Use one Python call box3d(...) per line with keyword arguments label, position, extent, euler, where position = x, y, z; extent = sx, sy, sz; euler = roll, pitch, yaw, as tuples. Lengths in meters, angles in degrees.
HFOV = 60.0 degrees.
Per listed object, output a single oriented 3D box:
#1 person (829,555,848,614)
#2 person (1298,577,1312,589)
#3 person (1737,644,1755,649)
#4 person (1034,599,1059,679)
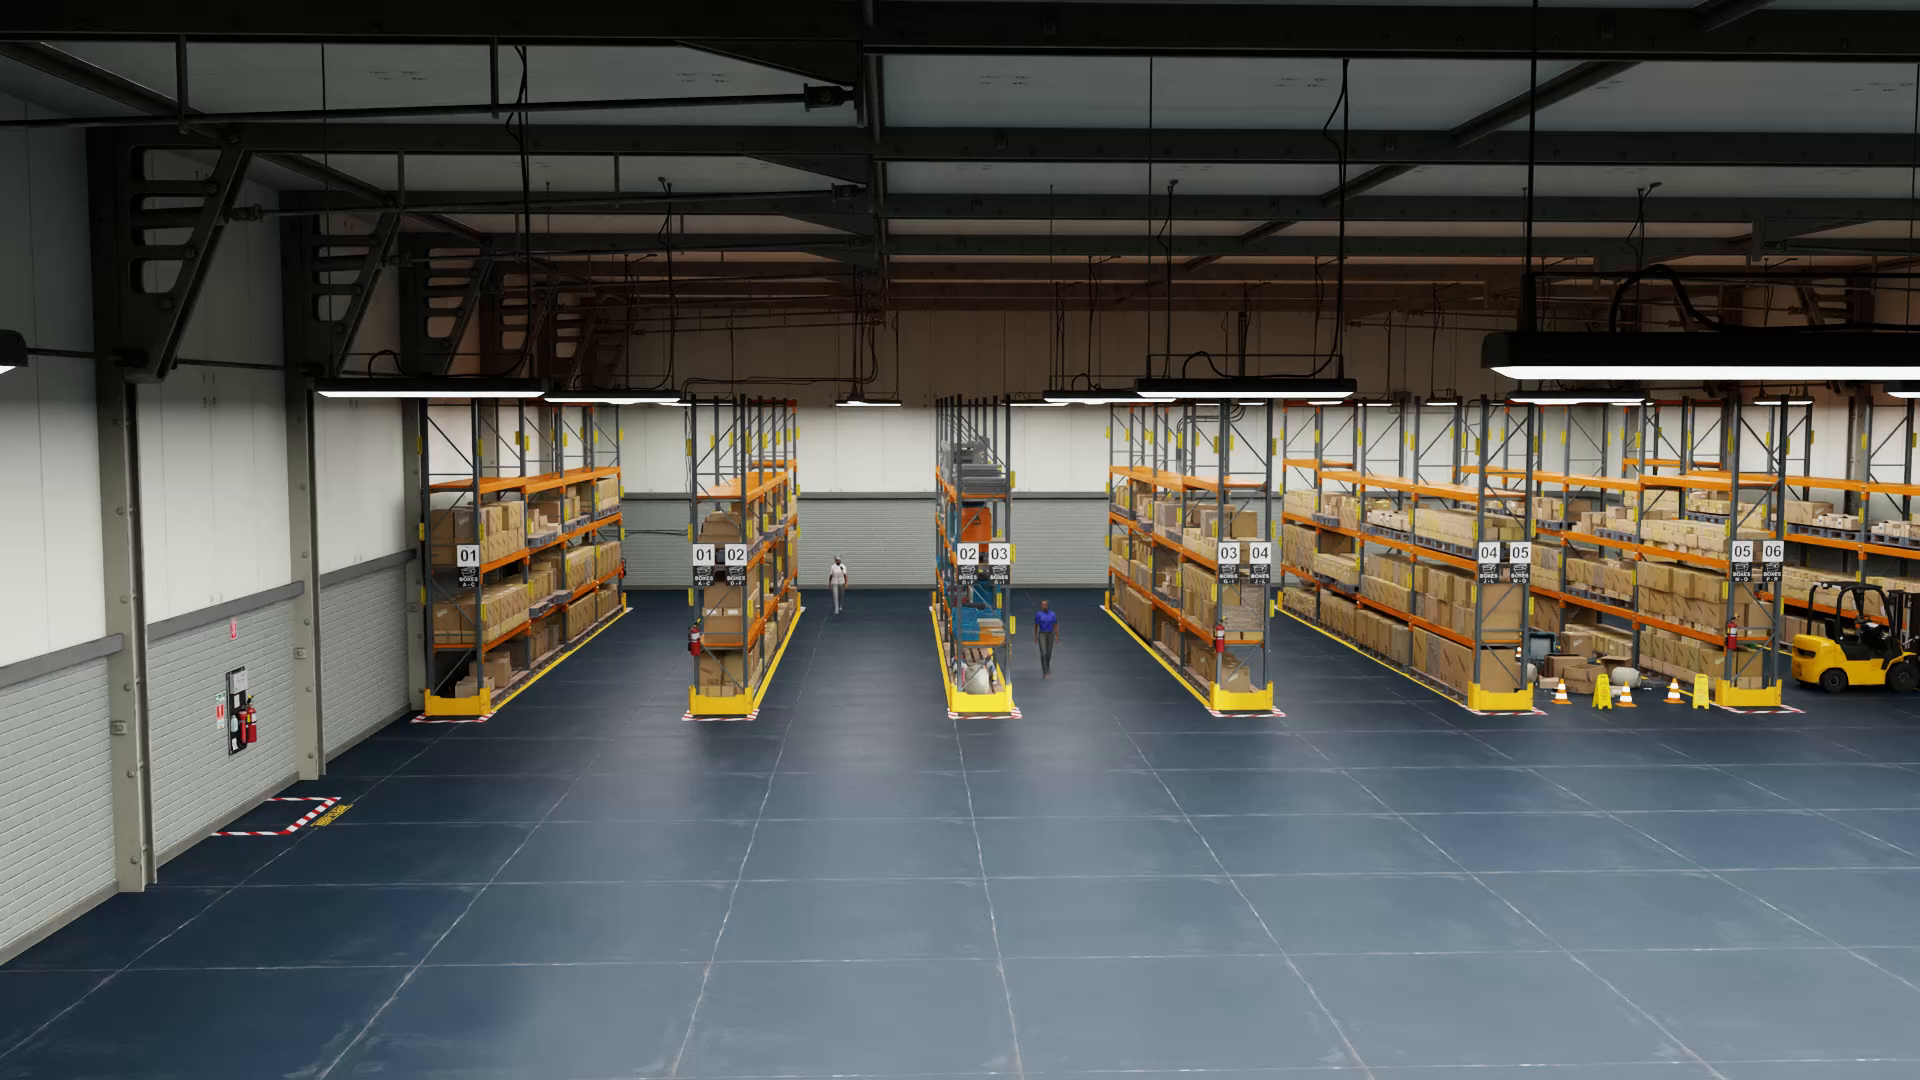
box3d(label="person", position=(-3.407, 1.221, 46.589), extent=(0.493, 1.623, 1.058), euler=(-1, 5, -11))
box3d(label="person", position=(10.197, 1.045, 48.909), extent=(1.129, 1.661, 0.518), euler=(0, 4, 0))
box3d(label="person", position=(16.947, 2.011, 35.984), extent=(0.606, 1.790, 0.728), euler=(0, 5, -6))
box3d(label="person", position=(1.852, 2.131, 35.627), extent=(0.473, 1.733, 0.636), euler=(-1, 5, -14))
